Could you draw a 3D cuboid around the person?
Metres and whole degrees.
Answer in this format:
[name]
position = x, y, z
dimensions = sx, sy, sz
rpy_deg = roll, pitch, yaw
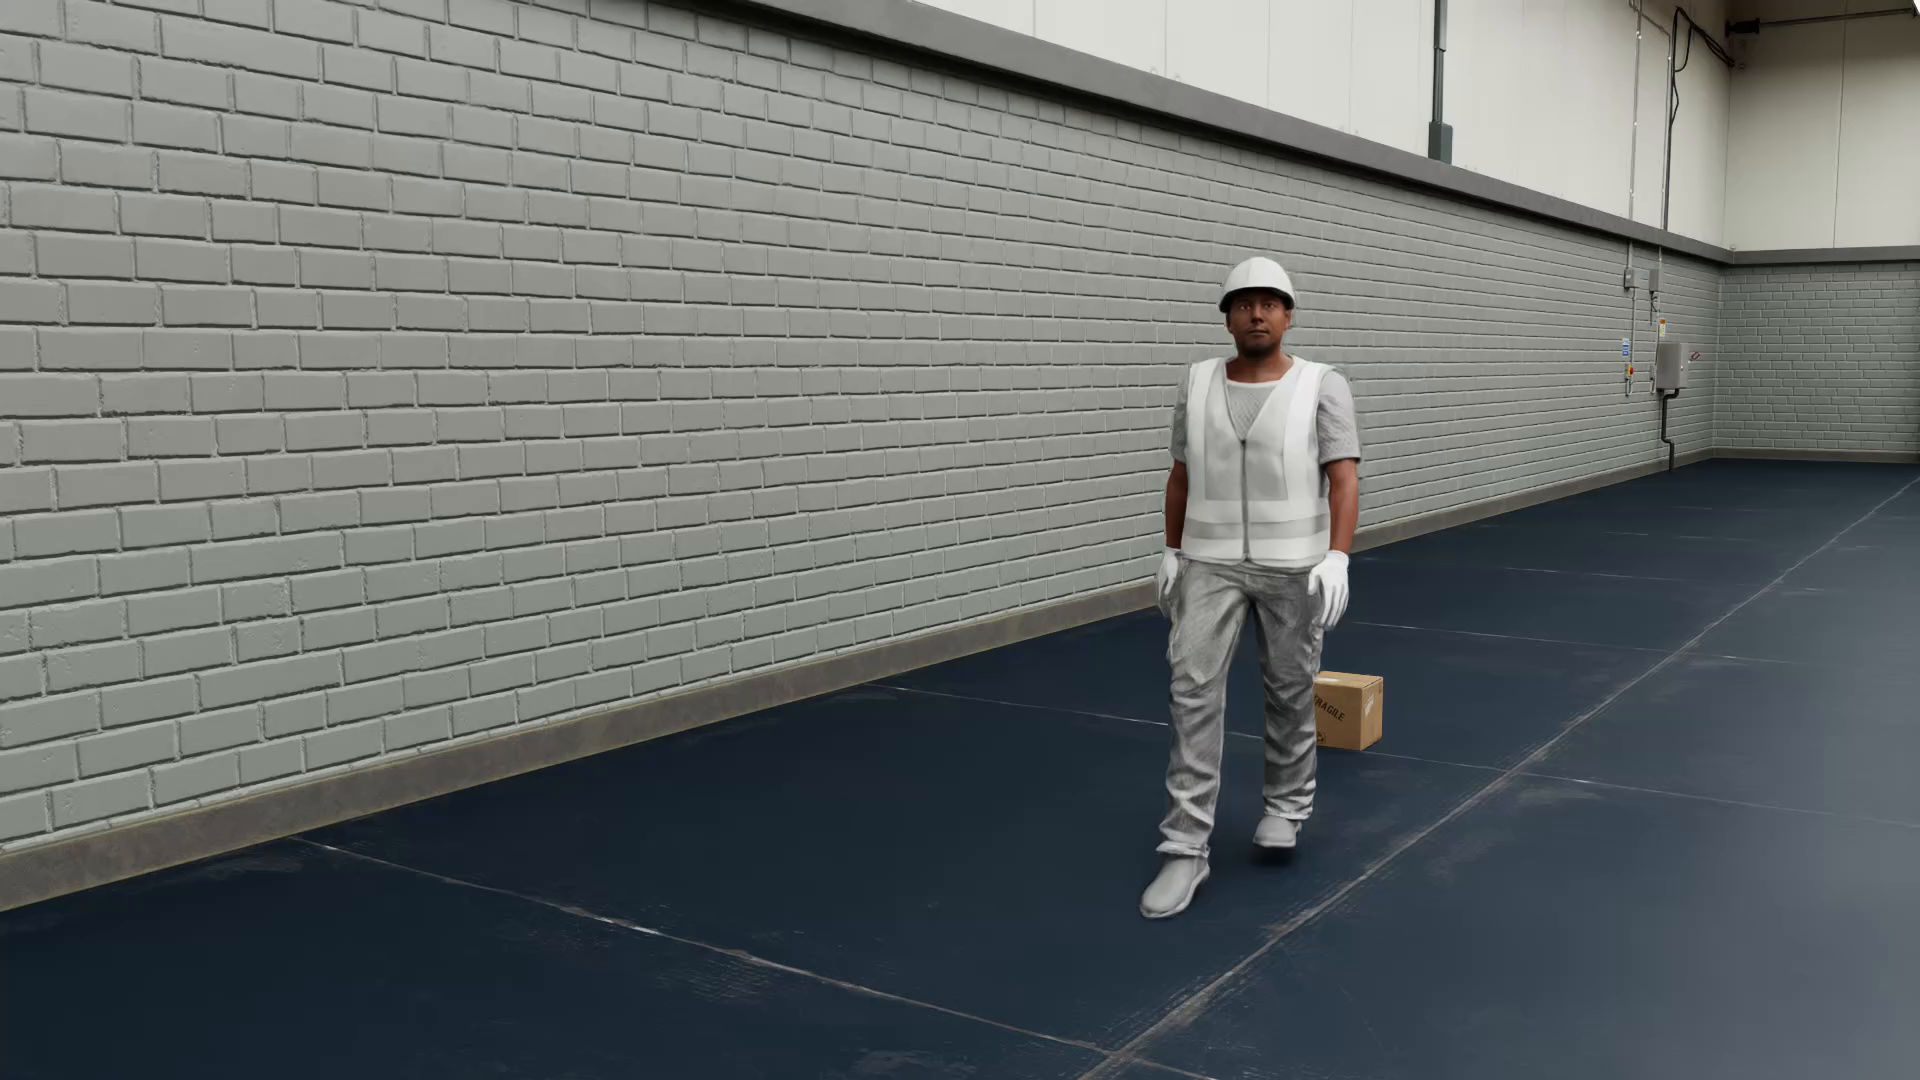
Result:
[person]
position = 0.813, 0.095, 4.716
dimensions = 0.608, 1.787, 0.853
rpy_deg = 2, 7, 18
